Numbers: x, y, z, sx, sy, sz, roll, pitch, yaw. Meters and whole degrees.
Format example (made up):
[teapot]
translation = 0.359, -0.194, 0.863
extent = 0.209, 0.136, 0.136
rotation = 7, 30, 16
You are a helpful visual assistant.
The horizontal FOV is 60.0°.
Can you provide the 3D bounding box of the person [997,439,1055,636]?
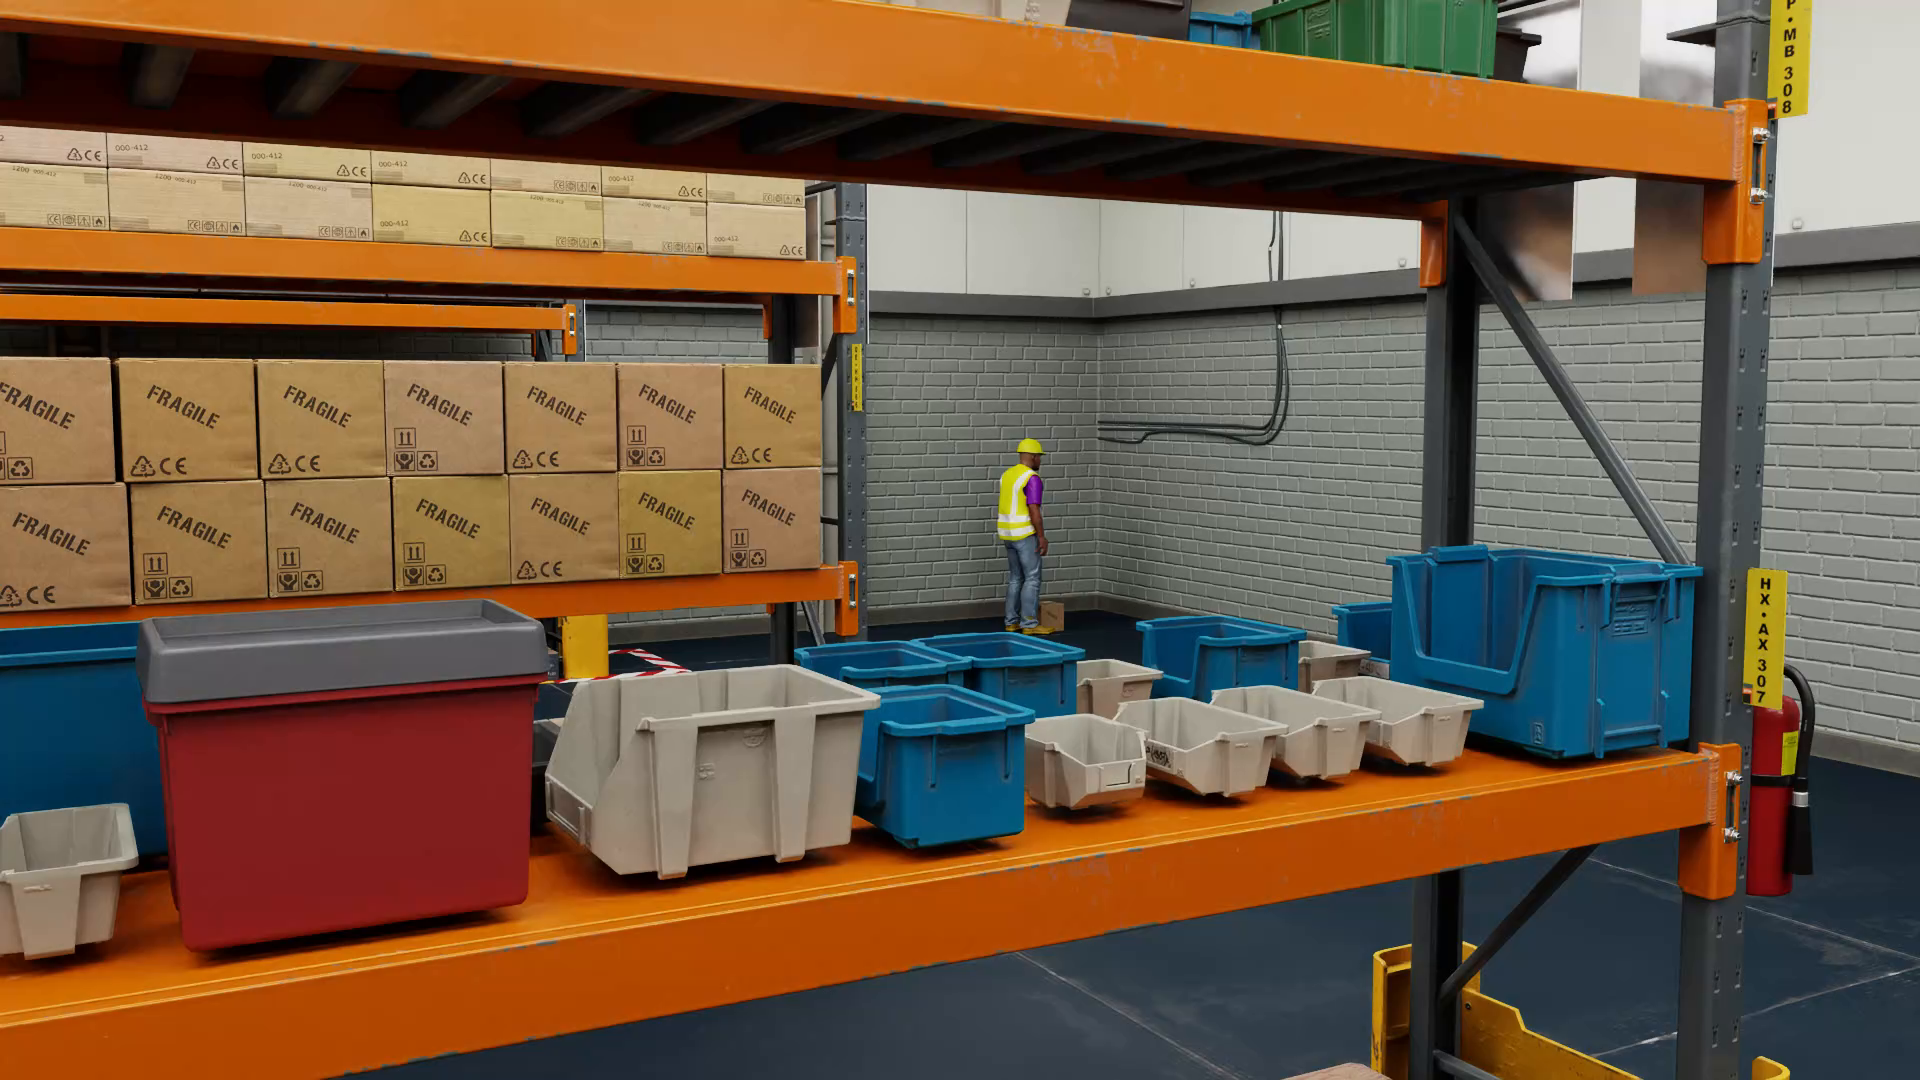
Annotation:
[person]
translation = 0.591, -0.037, 15.074
extent = 0.457, 1.761, 0.628
rotation = -3, 6, -28
